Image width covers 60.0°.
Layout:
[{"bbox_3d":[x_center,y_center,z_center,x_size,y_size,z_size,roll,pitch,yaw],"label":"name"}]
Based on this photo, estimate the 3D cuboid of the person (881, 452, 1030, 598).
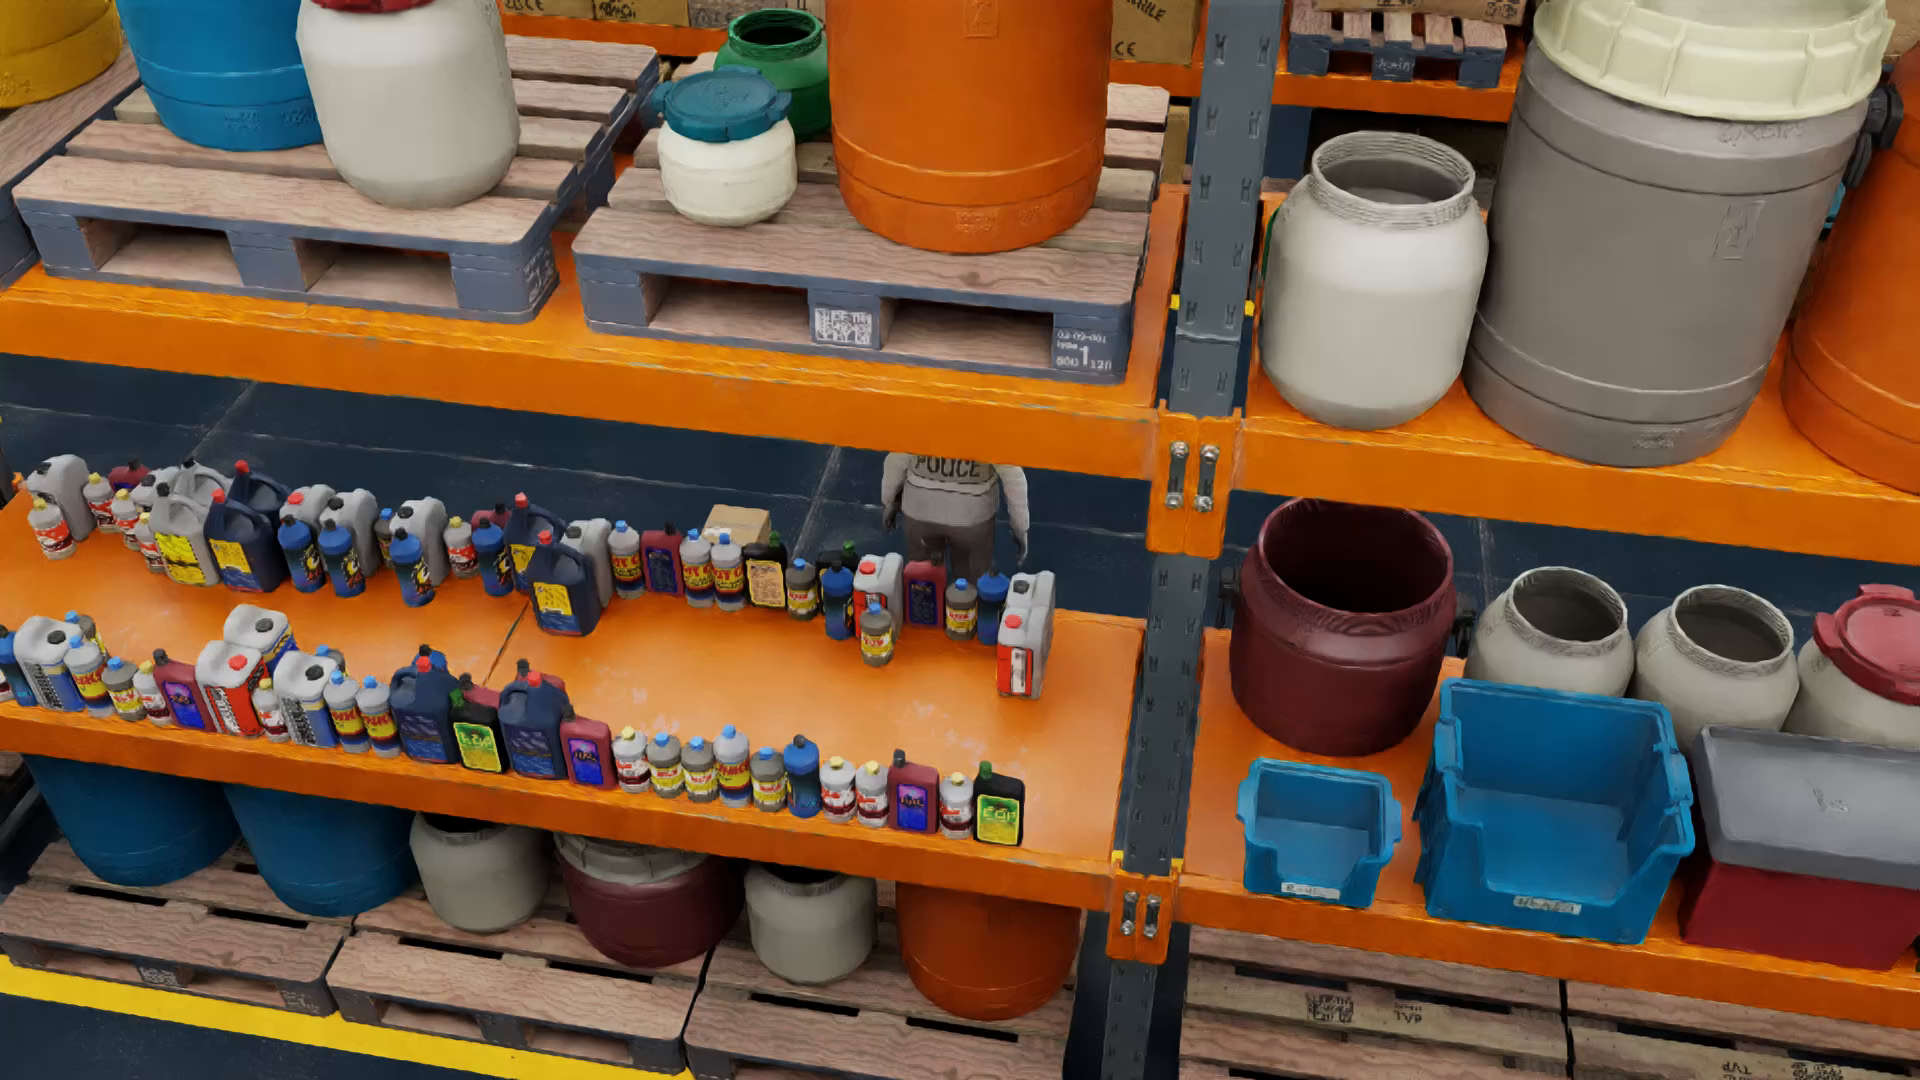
[{"bbox_3d":[-0.011,-0.122,6.254,0.569,1.685,0.405,6,41,7],"label":"person"}]
